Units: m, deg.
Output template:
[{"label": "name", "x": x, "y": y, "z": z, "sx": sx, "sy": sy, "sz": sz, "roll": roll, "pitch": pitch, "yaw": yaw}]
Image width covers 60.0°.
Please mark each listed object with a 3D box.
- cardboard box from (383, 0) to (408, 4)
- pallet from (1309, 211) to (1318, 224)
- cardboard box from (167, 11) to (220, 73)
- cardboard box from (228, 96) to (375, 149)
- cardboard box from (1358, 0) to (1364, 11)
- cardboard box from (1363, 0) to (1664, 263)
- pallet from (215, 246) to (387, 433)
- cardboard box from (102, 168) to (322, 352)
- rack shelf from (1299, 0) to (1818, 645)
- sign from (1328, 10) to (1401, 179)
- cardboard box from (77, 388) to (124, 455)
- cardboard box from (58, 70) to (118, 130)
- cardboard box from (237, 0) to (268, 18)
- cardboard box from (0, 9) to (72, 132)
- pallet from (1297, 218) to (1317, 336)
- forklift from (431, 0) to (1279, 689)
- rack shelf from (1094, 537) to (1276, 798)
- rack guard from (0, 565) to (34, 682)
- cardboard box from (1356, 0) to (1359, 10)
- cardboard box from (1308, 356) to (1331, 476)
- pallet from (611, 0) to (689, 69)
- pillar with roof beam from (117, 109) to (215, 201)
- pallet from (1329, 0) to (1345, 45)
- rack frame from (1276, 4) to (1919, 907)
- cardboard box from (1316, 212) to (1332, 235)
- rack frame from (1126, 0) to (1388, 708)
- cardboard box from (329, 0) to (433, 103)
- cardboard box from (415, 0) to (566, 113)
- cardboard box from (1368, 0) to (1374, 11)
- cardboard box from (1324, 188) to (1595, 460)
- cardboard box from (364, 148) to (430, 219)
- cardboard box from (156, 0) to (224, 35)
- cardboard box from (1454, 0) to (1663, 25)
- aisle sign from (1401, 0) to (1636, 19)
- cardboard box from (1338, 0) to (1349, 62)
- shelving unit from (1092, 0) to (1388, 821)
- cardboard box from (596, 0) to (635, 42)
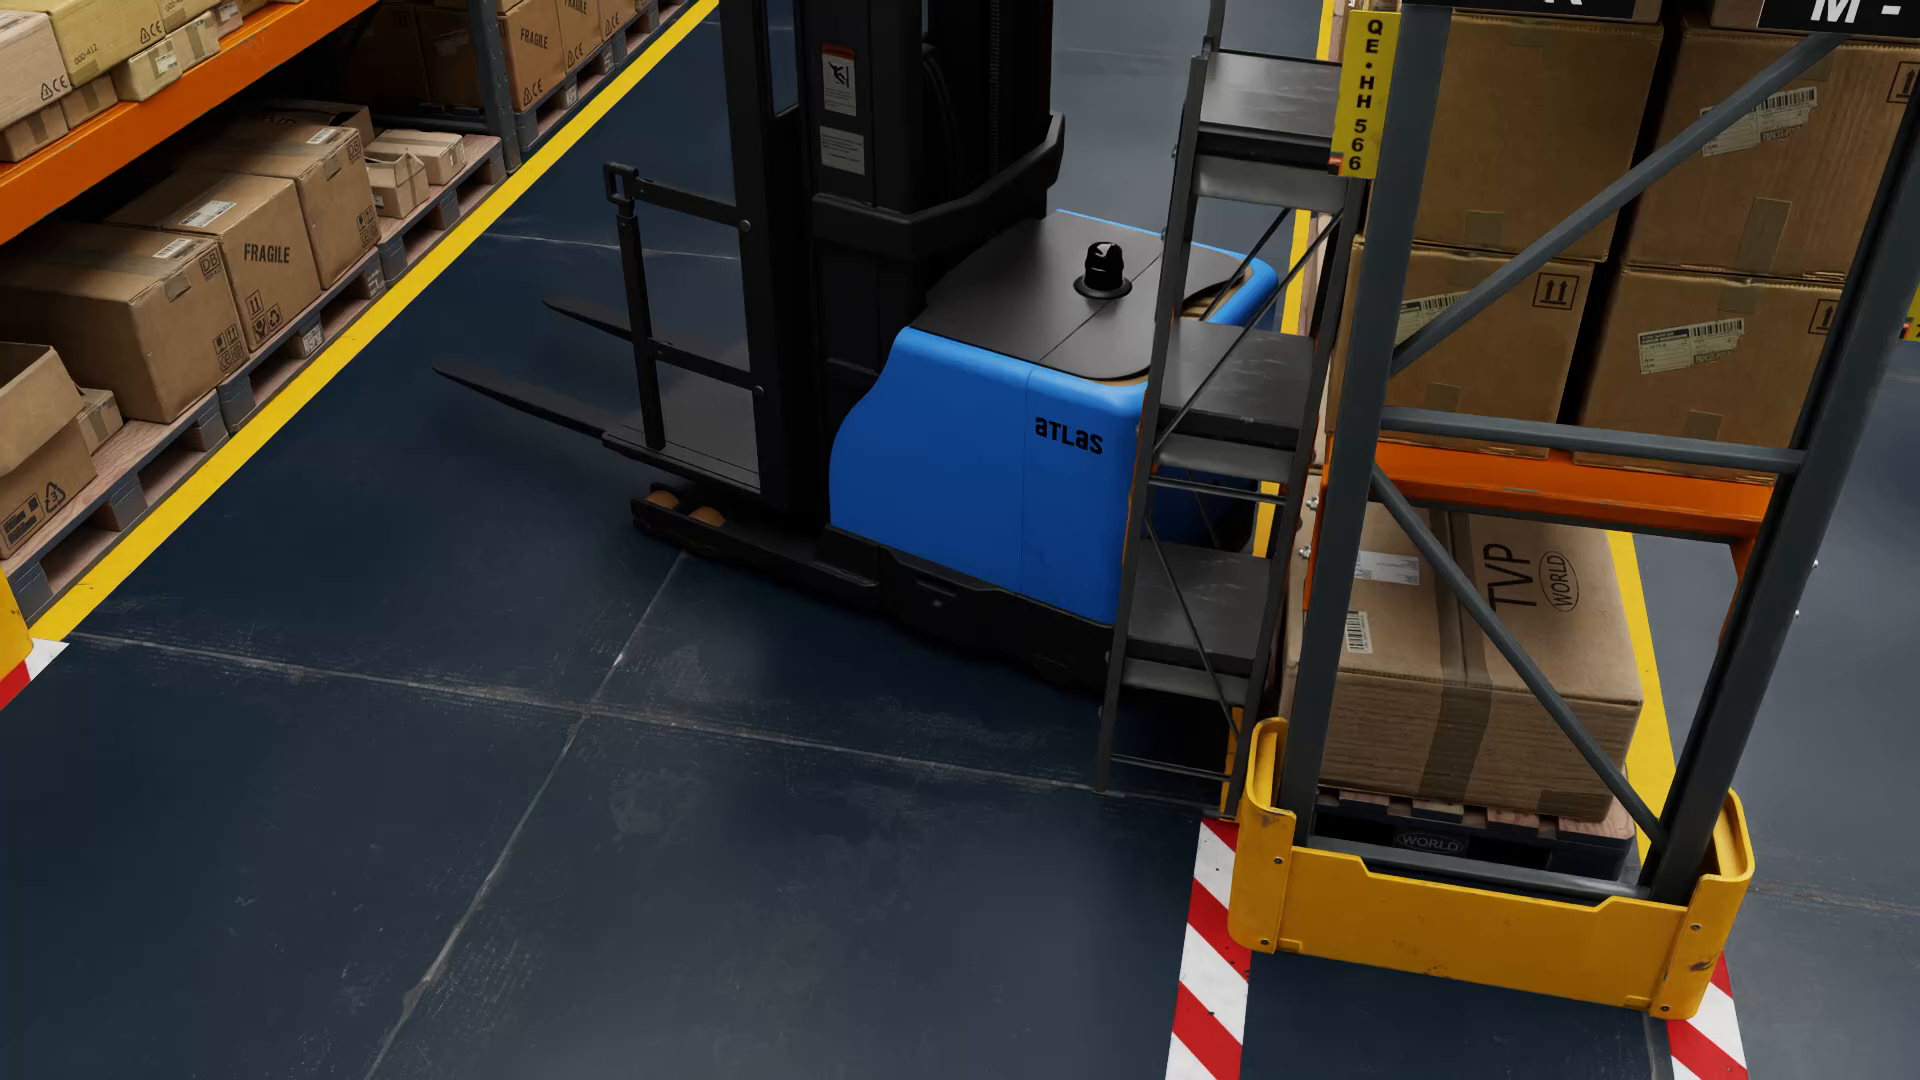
[{"label": "cardboard box", "x": -2.899, "y": -2.785, "z": 8.256, "sx": 0.380, "sy": 0.149, "sz": 0.250, "roll": 6, "pitch": 36, "yaw": 8}, {"label": "pallet", "x": 2.245, "y": -1.820, "z": 8.081, "sx": 1.003, "sy": 0.211, "sz": 1.213, "roll": 7, "pitch": 37, "yaw": 10}, {"label": "cardboard box", "x": -2.852, "y": -1.762, "z": 5.840, "sx": 0.380, "sy": 0.149, "sz": 0.250, "roll": 8, "pitch": 37, "yaw": 11}, {"label": "cardboard box", "x": -3.068, "y": -1.850, "z": 7.679, "sx": 0.500, "sy": 0.311, "sz": 0.500, "roll": 9, "pitch": 37, "yaw": 12}, {"label": "cardboard box", "x": 1.574, "y": -1.729, "z": 5.495, "sx": 0.500, "sy": 0.500, "sz": 0.500, "roll": 8, "pitch": 37, "yaw": 10}, {"label": "cardboard box", "x": 1.170, "y": -0.956, "z": 3.575, "sx": 0.500, "sy": 0.500, "sz": 0.500, "roll": 8, "pitch": 37, "yaw": 12}, {"label": "pallet", "x": -3.102, "y": -0.893, "z": 6.803, "sx": 1.003, "sy": 0.211, "sz": 1.213, "roll": 7, "pitch": 37, "yaw": 10}, {"label": "cardboard box", "x": -2.896, "y": -1.097, "z": 6.479, "sx": 0.500, "sy": 0.500, "sz": 0.500, "roll": 8, "pitch": 37, "yaw": 11}, {"label": "rack shelf", "x": 1.727, "y": -1.059, "z": 5.269, "sx": 1.077, "sy": 0.370, "sz": 4.000, "roll": 7, "pitch": 37, "yaw": 10}, {"label": "sign", "x": 0.773, "y": -0.845, "z": 3.171, "sx": 0.100, "sy": 0.325, "sz": 0.005, "roll": 7, "pitch": 37, "yaw": 10}, {"label": "cardboard box", "x": -3.198, "y": -0.417, "z": 5.841, "sx": 0.380, "sy": 0.149, "sz": 0.250, "roll": 6, "pitch": 36, "yaw": 8}, {"label": "cardboard box", "x": -3.016, "y": -1.473, "z": 5.441, "sx": 0.380, "sy": 0.149, "sz": 0.250, "roll": 8, "pitch": 37, "yaw": 11}, {"label": "cardboard box", "x": -2.858, "y": -2.066, "z": 6.259, "sx": 0.380, "sy": 0.149, "sz": 0.250, "roll": 8, "pitch": 37, "yaw": 11}, {"label": "cardboard box", "x": -3.083, "y": -1.399, "z": 4.999, "sx": 0.500, "sy": 0.250, "sz": 0.500, "roll": 8, "pitch": 37, "yaw": 10}, {"label": "pallet", "x": 1.915, "y": -0.942, "z": 6.870, "sx": 1.003, "sy": 0.211, "sz": 1.213, "roll": 7, "pitch": 37, "yaw": 10}, {"label": "forklift", "x": -0.535, "y": -1.376, "z": 5.151, "sx": 3.031, "sy": 2.935, "sz": 1.130, "roll": 19, "pitch": 40, "yaw": 25}, {"label": "rack shelf", "x": 0.636, "y": 0.332, "z": 4.637, "sx": 0.431, "sy": 0.518, "sz": 0.480, "roll": 10, "pitch": 36, "yaw": 8}, {"label": "rack guard", "x": -3.534, "y": 0.144, "z": 5.125, "sx": 1.175, "sy": 0.500, "sz": 0.348, "roll": 7, "pitch": 37, "yaw": 10}, {"label": "cardboard box", "x": 1.798, "y": -2.302, "z": 6.284, "sx": 0.500, "sy": 0.500, "sz": 0.500, "roll": 8, "pitch": 37, "yaw": 11}, {"label": "cardboard box", "x": 1.530, "y": -0.253, "z": 5.369, "sx": 0.875, "sy": 0.438, "sz": 0.875, "roll": 8, "pitch": 37, "yaw": 11}, {"label": "pallet", "x": -2.301, "y": -3.161, "z": 9.931, "sx": 1.003, "sy": 0.211, "sz": 1.213, "roll": 7, "pitch": 37, "yaw": 10}, {"label": "pillar with roof beam", "x": 0.481, "y": -4.721, "z": 4.595, "sx": 9.100, "sy": 9.000, "sz": 0.400, "roll": 7, "pitch": 37, "yaw": 10}, {"label": "pallet", "x": 2.766, "y": -3.219, "z": 10.011, "sx": 1.003, "sy": 0.211, "sz": 1.213, "roll": 7, "pitch": 37, "yaw": 10}, {"label": "rack frame", "x": 1.300, "y": -0.204, "z": 3.476, "sx": 1.000, "sy": 3.000, "sz": 0.127, "roll": 7, "pitch": 37, "yaw": 10}, {"label": "cardboard box", "x": 1.915, "y": -1.283, "z": 6.790, "sx": 0.875, "sy": 0.438, "sz": 0.875, "roll": 7, "pitch": 36, "yaw": 9}, {"label": "rack frame", "x": 0.725, "y": -0.386, "z": 4.424, "sx": 0.400, "sy": 2.100, "sz": 0.015, "roll": 10, "pitch": 36, "yaw": 8}, {"label": "cardboard box", "x": -2.880, "y": -2.594, "z": 8.545, "sx": 0.500, "sy": 0.500, "sz": 0.500, "roll": 7, "pitch": 37, "yaw": 10}, {"label": "cardboard box", "x": -2.373, "y": -2.524, "z": 8.449, "sx": 0.500, "sy": 0.500, "sz": 0.500, "roll": 9, "pitch": 37, "yaw": 12}, {"label": "cardboard box", "x": 1.362, "y": -1.542, "z": 4.385, "sx": 0.500, "sy": 0.500, "sz": 0.500, "roll": 7, "pitch": 37, "yaw": 10}, {"label": "cardboard box", "x": 1.144, "y": -0.554, "z": 3.874, "sx": 0.500, "sy": 0.500, "sz": 0.500, "roll": 8, "pitch": 37, "yaw": 10}, {"label": "cardboard box", "x": -2.604, "y": -1.620, "z": 7.400, "sx": 0.396, "sy": 0.266, "sz": 0.258, "roll": 9, "pitch": 37, "yaw": 12}, {"label": "cardboard box", "x": -2.889, "y": -1.986, "z": 5.809, "sx": 0.500, "sy": 0.250, "sz": 0.500, "roll": 6, "pitch": 36, "yaw": 9}, {"label": "cardboard box", "x": 1.181, "y": -1.143, "z": 3.281, "sx": 0.380, "sy": 0.149, "sz": 0.250, "roll": 8, "pitch": 37, "yaw": 11}, {"label": "aisle sign", "x": 0.981, "y": -1.254, "z": 2.709, "sx": 0.394, "sy": 0.787, "sz": 0.004, "roll": 7, "pitch": 37, "yaw": 10}, {"label": "cardboard box", "x": 2.394, "y": -2.691, "z": 8.360, "sx": 0.875, "sy": 0.875, "sz": 0.875, "roll": 8, "pitch": 37, "yaw": 11}, {"label": "shelving unit", "x": 0.674, "y": -0.251, "z": 4.227, "sx": 0.431, "sy": 2.100, "sz": 0.503, "roll": 10, "pitch": 36, "yaw": 8}, {"label": "cardboard box", "x": -2.158, "y": -3.117, "z": 9.266, "sx": 0.500, "sy": 0.500, "sz": 0.500, "roll": 6, "pitch": 36, "yaw": 9}]
